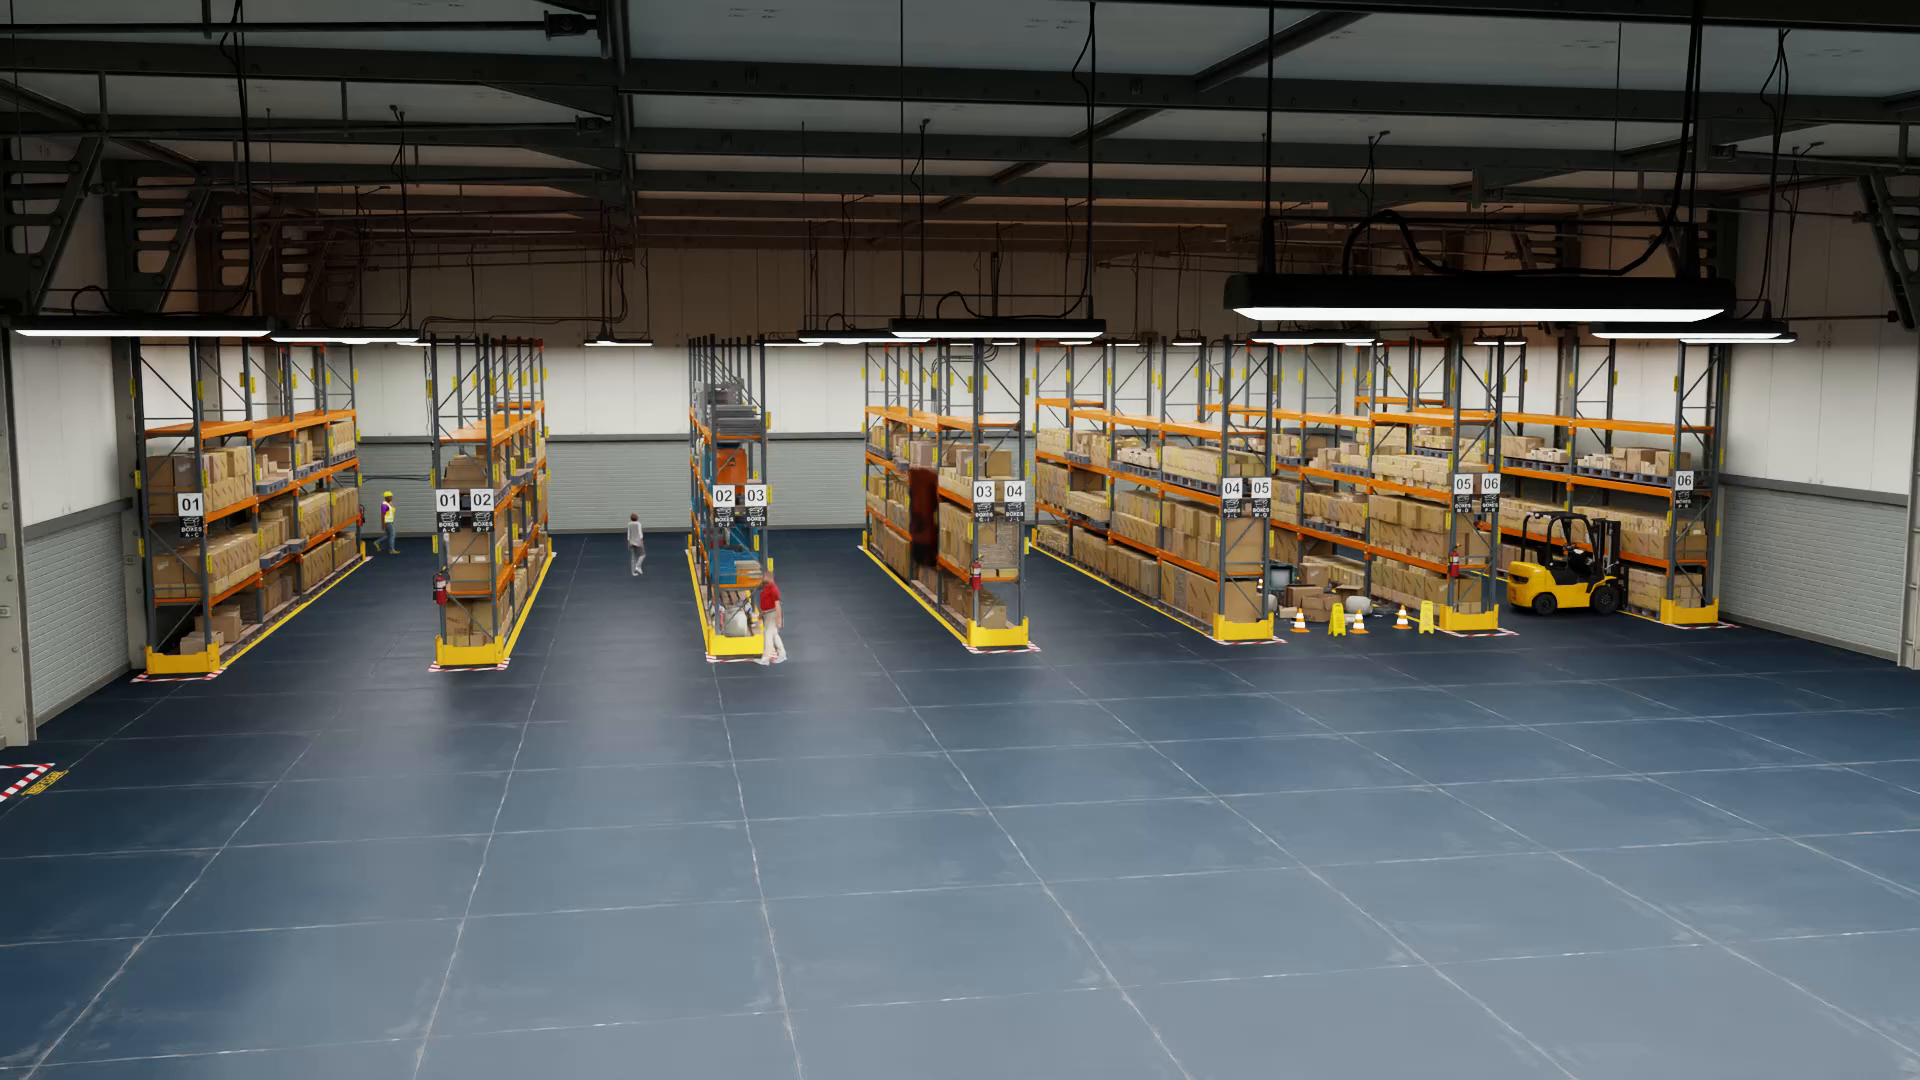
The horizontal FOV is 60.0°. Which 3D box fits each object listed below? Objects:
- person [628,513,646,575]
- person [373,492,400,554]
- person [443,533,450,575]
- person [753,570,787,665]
[{"bbox_3d":[-8.224,0.109,42.115,0.448,1.599,0.439,2,7,17],"label":"person"},{"bbox_3d":[-16.056,-0.481,46.490,0.740,1.750,0.552,-2,7,-14],"label":"person"},{"bbox_3d":[-12.931,-0.003,42.431,0.615,1.720,1.068,-2,7,-13],"label":"person"},{"bbox_3d":[-3.485,1.416,30.362,0.706,1.732,0.615,-2,7,-19],"label":"person"}]
